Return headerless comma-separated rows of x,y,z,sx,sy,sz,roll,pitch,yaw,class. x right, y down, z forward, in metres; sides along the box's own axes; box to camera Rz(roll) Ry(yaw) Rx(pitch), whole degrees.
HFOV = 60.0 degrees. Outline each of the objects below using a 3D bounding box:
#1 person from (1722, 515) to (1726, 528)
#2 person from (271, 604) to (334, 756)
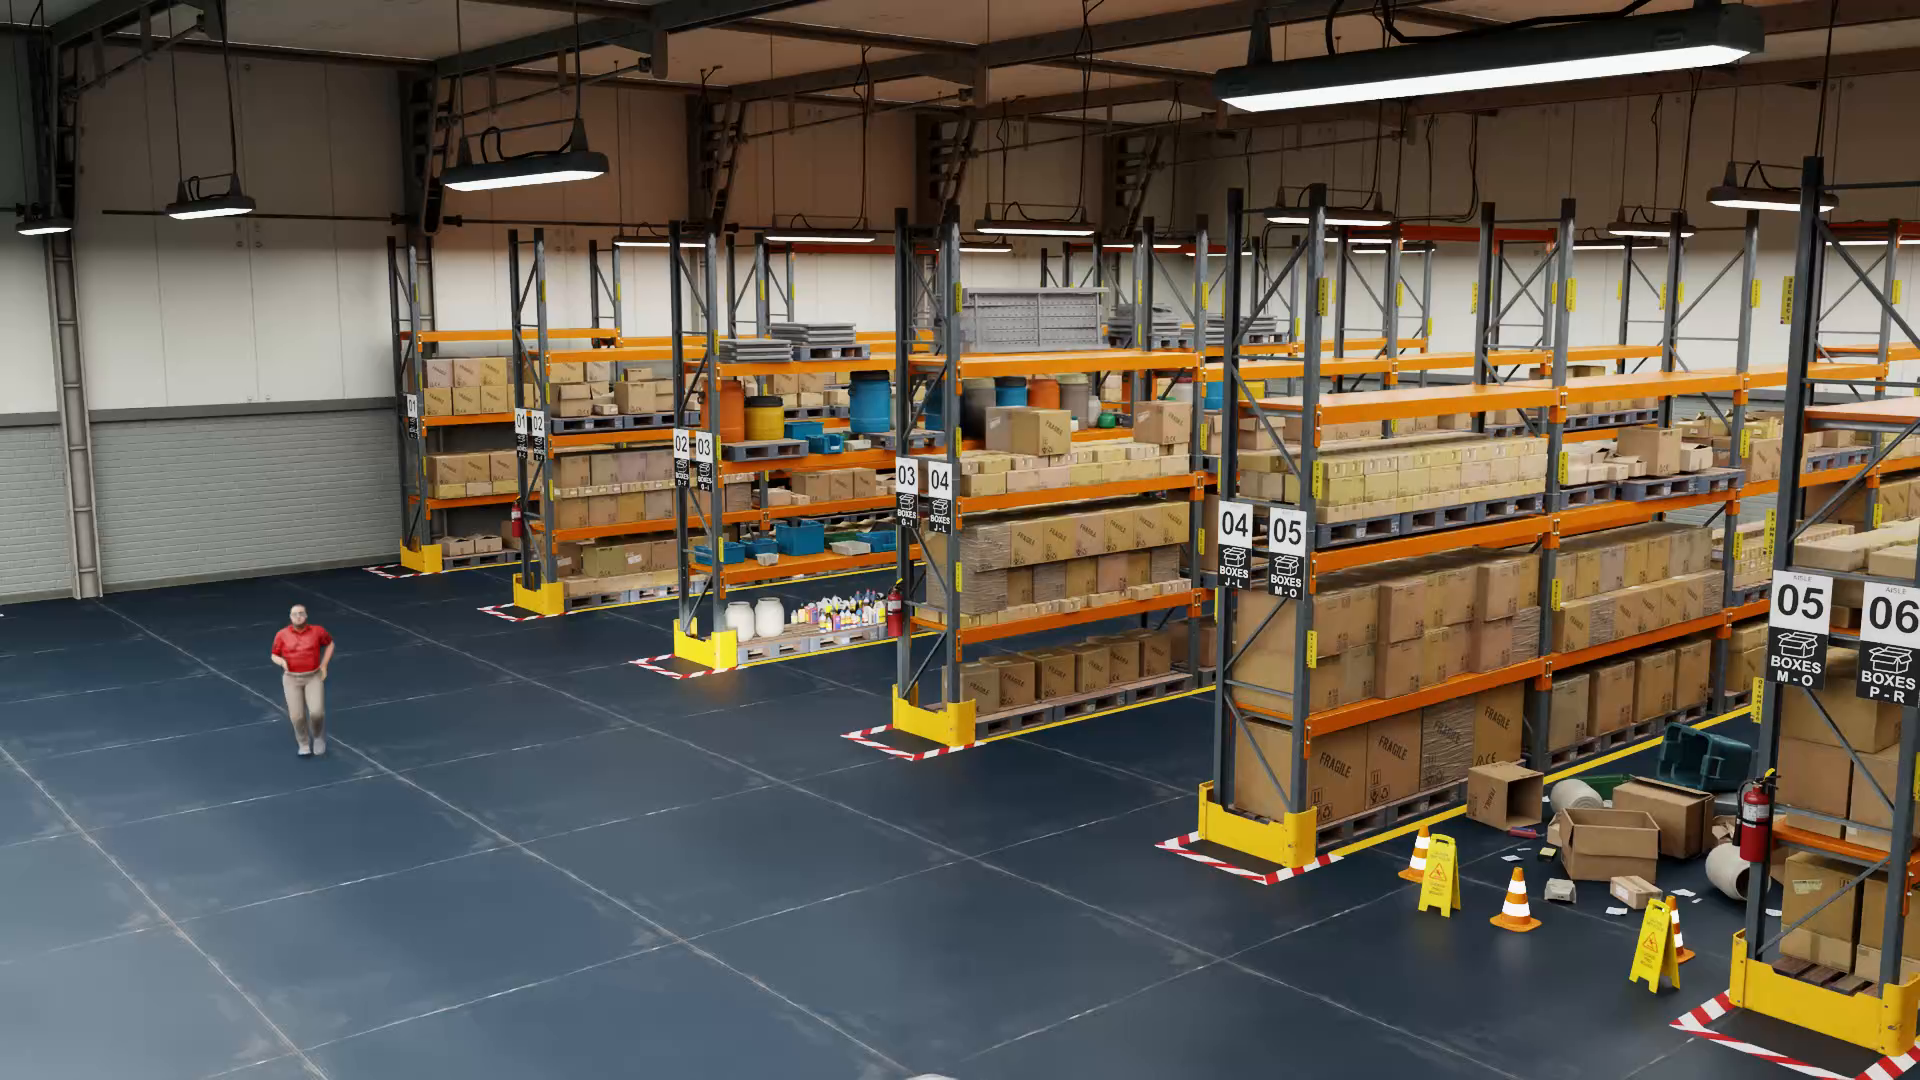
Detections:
11.439,0.514,24.668,0.976,1.827,0.731,-6,11,-36,person
-7.161,1.554,18.151,0.640,1.705,0.644,-3,9,-18,person
